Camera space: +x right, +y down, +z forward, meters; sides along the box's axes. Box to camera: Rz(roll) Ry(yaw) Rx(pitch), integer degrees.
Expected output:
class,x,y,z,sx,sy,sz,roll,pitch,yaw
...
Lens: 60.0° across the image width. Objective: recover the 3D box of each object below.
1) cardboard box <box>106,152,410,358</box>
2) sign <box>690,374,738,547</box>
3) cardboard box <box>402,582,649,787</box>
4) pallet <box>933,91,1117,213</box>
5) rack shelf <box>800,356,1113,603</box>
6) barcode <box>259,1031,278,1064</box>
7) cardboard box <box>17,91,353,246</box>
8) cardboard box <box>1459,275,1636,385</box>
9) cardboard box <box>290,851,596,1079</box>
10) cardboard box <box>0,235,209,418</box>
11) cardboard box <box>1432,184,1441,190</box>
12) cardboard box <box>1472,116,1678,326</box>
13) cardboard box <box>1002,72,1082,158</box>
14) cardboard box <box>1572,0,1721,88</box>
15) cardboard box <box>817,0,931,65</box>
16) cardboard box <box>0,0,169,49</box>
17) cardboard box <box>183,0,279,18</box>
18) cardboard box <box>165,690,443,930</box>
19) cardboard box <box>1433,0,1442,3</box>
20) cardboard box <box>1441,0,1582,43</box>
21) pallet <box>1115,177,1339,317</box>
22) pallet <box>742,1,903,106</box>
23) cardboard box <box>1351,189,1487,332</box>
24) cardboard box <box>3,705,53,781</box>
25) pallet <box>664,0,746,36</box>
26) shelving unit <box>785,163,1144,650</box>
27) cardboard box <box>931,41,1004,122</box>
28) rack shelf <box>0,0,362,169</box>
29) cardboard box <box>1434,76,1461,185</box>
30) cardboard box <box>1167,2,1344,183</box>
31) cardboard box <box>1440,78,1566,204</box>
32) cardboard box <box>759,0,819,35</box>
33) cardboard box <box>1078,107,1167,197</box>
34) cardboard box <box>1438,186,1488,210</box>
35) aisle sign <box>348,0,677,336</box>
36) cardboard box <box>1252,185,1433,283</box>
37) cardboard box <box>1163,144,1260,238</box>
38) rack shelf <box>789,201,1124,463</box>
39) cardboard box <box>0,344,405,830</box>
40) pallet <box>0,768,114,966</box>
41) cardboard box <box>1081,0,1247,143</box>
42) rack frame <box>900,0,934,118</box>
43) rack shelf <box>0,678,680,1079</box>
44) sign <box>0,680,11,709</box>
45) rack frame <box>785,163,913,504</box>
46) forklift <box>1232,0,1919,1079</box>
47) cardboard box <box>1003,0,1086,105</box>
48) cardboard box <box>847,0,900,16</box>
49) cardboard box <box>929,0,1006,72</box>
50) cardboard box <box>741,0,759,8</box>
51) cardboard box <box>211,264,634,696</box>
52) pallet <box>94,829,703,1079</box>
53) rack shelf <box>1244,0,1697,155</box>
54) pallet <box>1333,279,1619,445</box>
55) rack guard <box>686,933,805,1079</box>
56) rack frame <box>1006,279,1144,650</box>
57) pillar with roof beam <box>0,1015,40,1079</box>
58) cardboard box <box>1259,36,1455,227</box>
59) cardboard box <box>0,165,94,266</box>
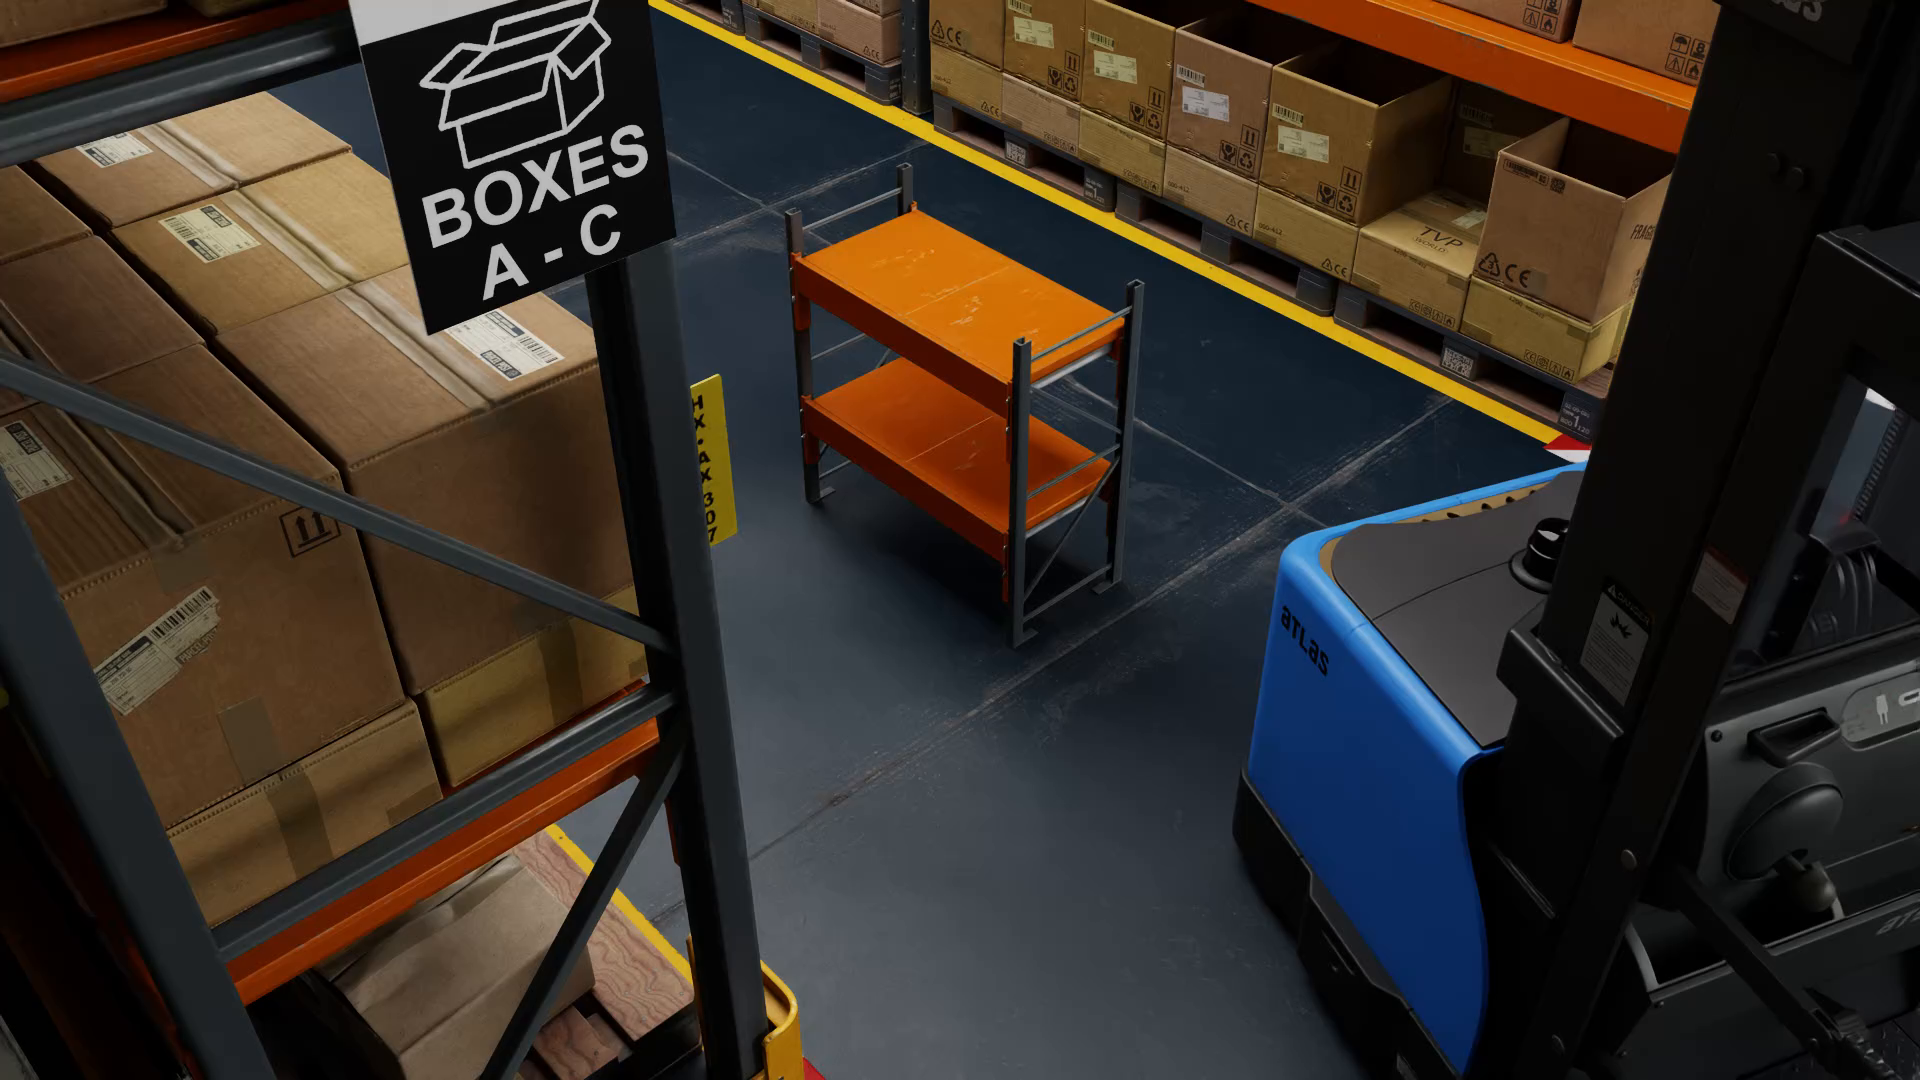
class,x,y,z,sx,sy,sz,roll,pitch,yaw
cardboard box,-1.250,-0.375,3.257,0.500,0.500,0.500,-30,48,-32
sign,-0.422,-0.119,2.745,0.100,0.325,0.005,-30,48,-32
cardboard box,-0.918,0.138,3.219,0.500,0.250,0.500,-31,48,-33
pallet,0.626,-2.039,8.031,1.003,0.211,1.213,-30,48,-32
rack shelf,-0.005,-0.251,5.478,0.538,0.278,1.000,-30,48,-32
barcode,-1.530,1.123,3.679,0.001,0.075,0.075,-30,48,-32
cardboard box,-1.595,-0.616,3.557,0.500,0.500,0.500,-32,49,-33
cardboard box,2.244,-0.875,6.224,0.500,0.250,0.500,-30,48,-32
cardboard box,-1.223,0.965,3.882,0.500,0.311,0.500,29,47,31
cardboard box,-1.630,-0.158,2.989,0.500,0.500,0.500,-29,47,-31
cardboard box,1.947,-1.556,7.068,0.500,0.250,0.500,-30,48,-32
cardboard box,2.243,-1.166,5.988,0.500,0.500,0.500,-30,48,-32
cardboard box,0.544,-2.026,7.650,0.500,0.250,0.500,-30,48,-32
cardboard box,2.518,-1.919,5.583,0.700,0.500,0.500,-30,48,-32
cardboard box,-0.375,-2.672,8.450,0.500,0.250,0.500,-30,48,-32
cardboard box,-1.290,-0.851,1.858,0.500,0.500,0.500,-26,46,-29
cardboard box,-0.864,-1.026,2.075,0.500,0.500,0.500,-29,47,-31
cardboard box,-1.281,0.365,2.939,0.500,0.250,0.500,-29,47,-31
cardboard box,1.828,-2.392,6.169,0.700,0.500,0.500,-30,47,-31
cardboard box,2.160,-2.160,5.882,0.700,0.500,0.500,-29,47,-31
pallet,1.456,-1.474,7.332,1.003,0.211,1.213,-30,48,-32
pallet,-0.408,-2.749,8.910,1.003,0.211,1.213,-30,48,-32
cardboard box,1.897,-1.101,6.504,0.500,0.250,0.500,-30,48,-32
cardboard box,-1.639,0.129,3.231,0.500,0.250,0.500,-29,47,-31
pallet,-1.237,-3.314,9.610,1.003,0.211,1.213,-30,48,-32
shelving unit,-0.005,-0.441,5.325,0.538,1.125,1.048,-30,48,-32
cardboard box,0.210,-2.260,7.939,0.500,0.250,0.500,-30,48,-32
rack shelf,-2.174,-1.364,3.161,1.077,0.370,4.000,-30,48,-32
cardboard box,1.939,-1.843,6.826,0.500,0.500,0.500,-30,48,-32
cardboard box,1.218,-1.854,6.840,0.500,0.500,0.500,-30,48,-32
cardboard box,2.286,-1.617,6.547,0.500,0.500,0.500,-30,48,-32
cardboard box,-0.716,-2.907,8.740,0.500,0.250,0.500,-31,48,-32
cardboard box,0.878,-1.793,7.361,0.500,0.250,0.500,-30,48,-32
cardboard box,2.285,-1.325,6.781,0.500,0.250,0.500,-30,48,-32
aisle sign,-0.552,-0.657,2.032,0.394,0.787,0.004,-30,48,-32
cardboard box,1.558,-1.332,6.790,0.500,0.250,0.500,-30,48,-32
cardboard box,1.221,-1.564,7.077,0.500,0.250,0.500,-30,48,-32
rack shelf,-0.005,-0.668,5.141,0.538,0.278,1.000,-30,48,-32
cardboard box,-1.297,0.079,2.695,0.500,0.500,0.500,-31,48,-32
pallet,-2.217,0.542,4.835,1.003,0.211,1.213,-30,48,-32
cardboard box,0.879,-2.085,7.126,0.500,0.500,0.500,-30,48,-32
rack frame,0.119,-3.510,7.633,1.000,3.000,0.127,-30,48,-32
rack shelf,-2.174,-0.198,4.104,1.077,0.370,4.000,-30,48,-32
sign,-1.244,0.101,1.988,0.100,0.325,0.005,-30,48,-32
rack frame,-0.348,-0.676,5.616,0.500,1.125,0.032,-30,48,-32
forklift,1.758,0.445,2.790,1.130,2.935,3.031,-14,41,-17
cardboard box,0.546,-2.320,7.416,0.500,0.500,0.500,-30,48,-32
cardboard box,-0.366,-2.887,8.270,0.500,0.311,0.500,-30,48,-32
cardboard box,0.202,-2.548,7.698,0.500,0.500,0.500,-30,48,-32
cardboard box,-1.062,-3.144,9.033,0.500,0.250,0.500,-29,47,-31
cardboard box,-0.923,-0.142,2.969,0.500,0.500,0.500,-30,48,-32
pallet,-1.396,1.107,4.136,1.003,0.211,1.213,-30,48,-32
rack shelf,1.472,-2.304,6.713,1.077,0.370,4.000,-30,48,-32
pallet,2.277,-0.910,6.633,1.003,0.211,1.213,-30,48,-32
rack guard,-0.873,1.385,3.561,1.175,0.500,0.348,-30,48,-32
rack frame,0.339,-0.205,5.033,0.500,1.125,0.032,-30,48,-32
pillar with roof beam,1.239,-3.671,3.058,9.100,9.000,0.400,-30,48,-32
cardboard box,1.556,-1.622,6.553,0.500,0.500,0.500,-30,48,-32
cardboard box,-1.983,-0.395,3.283,0.500,0.500,0.500,-31,48,-33
